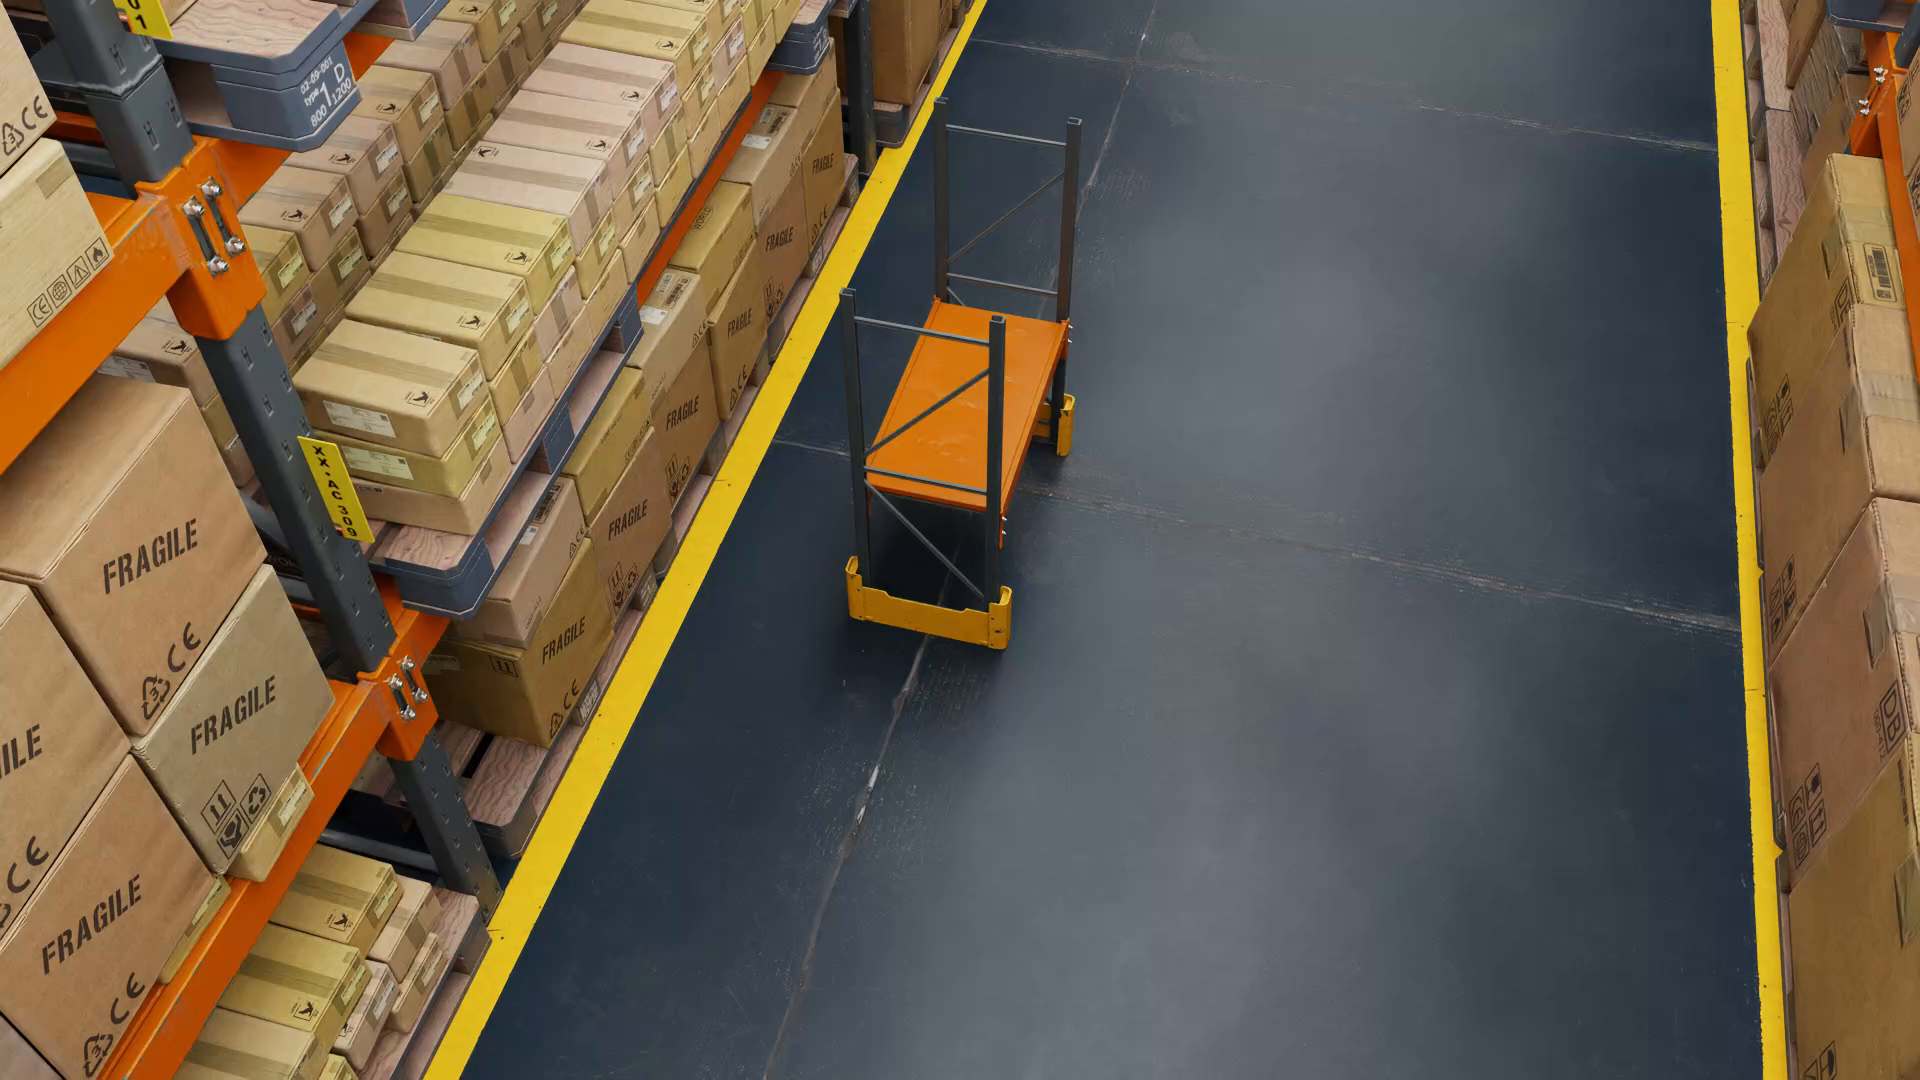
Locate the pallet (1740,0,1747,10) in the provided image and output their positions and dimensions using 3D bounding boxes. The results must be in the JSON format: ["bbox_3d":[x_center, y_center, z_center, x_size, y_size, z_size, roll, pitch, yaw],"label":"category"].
[{"bbox_3d":[4.721,-3.174,8.911,1.003,0.211,1.213,12,50,10],"label":"pallet"}]

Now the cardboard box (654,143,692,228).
[{"bbox_3d":[-1.054,-1.121,5.127,0.380,0.149,0.250,11,49,9],"label":"cardboard box"}]

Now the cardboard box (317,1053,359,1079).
[{"bbox_3d":[-1.829,1.466,4.378,0.380,0.149,0.250,10,49,9],"label":"cardboard box"}]

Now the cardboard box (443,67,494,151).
[{"bbox_3d":[-1.682,-1.361,5.140,0.380,0.149,0.250,12,50,10],"label":"cardboard box"}]

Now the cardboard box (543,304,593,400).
[{"bbox_3d":[-1.256,-0.558,4.629,0.380,0.149,0.250,12,50,10],"label":"cardboard box"}]

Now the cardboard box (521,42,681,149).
[{"bbox_3d":[-1.053,-1.308,4.894,0.380,0.149,0.250,13,50,11],"label":"cardboard box"}]

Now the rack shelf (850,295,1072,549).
[{"bbox_3d":[0.022,-0.439,5.877,0.538,0.185,1.000,12,50,10],"label":"rack shelf"}]

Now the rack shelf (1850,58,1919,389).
[{"bbox_3d":[3.345,-0.083,4.802,1.077,0.370,4.000,12,50,10],"label":"rack shelf"}]

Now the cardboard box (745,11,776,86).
[{"bbox_3d":[-0.846,-1.687,5.626,0.380,0.149,0.250,10,49,8],"label":"cardboard box"}]

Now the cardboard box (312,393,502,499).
[{"bbox_3d":[-1.393,-0.274,4.180,0.380,0.149,0.250,12,50,11],"label":"cardboard box"}]

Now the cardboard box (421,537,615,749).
[{"bbox_3d":[-1.490,0.280,5.389,0.500,0.500,0.500,13,50,11],"label":"cardboard box"}]

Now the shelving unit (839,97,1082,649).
[{"bbox_3d":[0.020,-0.551,5.736,0.587,1.500,1.083,12,50,10],"label":"shelving unit"}]

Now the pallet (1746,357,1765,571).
[{"bbox_3d":[3.591,-0.289,6.364,1.003,0.211,1.213,12,50,10],"label":"pallet"}]

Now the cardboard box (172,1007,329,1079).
[{"bbox_3d":[-1.870,1.365,4.270,0.380,0.149,0.250,11,50,10],"label":"cardboard box"}]

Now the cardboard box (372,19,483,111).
[{"bbox_3d":[-1.679,-1.450,5.020,0.380,0.149,0.250,10,49,8],"label":"cardboard box"}]

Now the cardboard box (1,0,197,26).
[{"bbox_3d":[-1.734,-1.343,3.087,0.700,0.500,0.500,12,50,10],"label":"cardboard box"}]

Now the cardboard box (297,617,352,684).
[{"bbox_3d":[-1.988,0.177,5.480,0.500,0.500,0.500,11,49,9],"label":"cardboard box"}]

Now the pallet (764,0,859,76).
[{"bbox_3d":[-0.972,-2.219,6.336,1.213,0.211,1.003,12,50,10],"label":"pallet"}]

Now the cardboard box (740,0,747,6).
[{"bbox_3d":[-0.847,-1.889,5.407,0.380,0.149,0.250,12,50,10],"label":"cardboard box"}]

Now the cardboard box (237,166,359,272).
[{"bbox_3d":[-1.883,-0.888,4.524,0.380,0.149,0.250,10,49,9],"label":"cardboard box"}]

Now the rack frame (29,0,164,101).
[{"bbox_3d":[-1.940,-1.911,1.935,1.000,3.000,0.127,12,50,10],"label":"rack frame"}]

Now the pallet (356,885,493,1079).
[{"bbox_3d":[-2.083,1.490,4.794,1.003,0.211,1.213,12,50,10],"label":"pallet"}]

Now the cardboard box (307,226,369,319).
[{"bbox_3d":[-1.889,-0.776,4.624,0.380,0.149,0.250,14,50,12],"label":"cardboard box"}]

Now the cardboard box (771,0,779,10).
[{"bbox_3d":[-0.780,-1.961,5.669,0.380,0.149,0.250,12,50,10],"label":"cardboard box"}]

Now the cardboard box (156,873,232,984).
[{"bbox_3d":[-1.880,0.799,3.711,0.380,0.149,0.250,13,50,12],"label":"cardboard box"}]

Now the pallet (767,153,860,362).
[{"bbox_3d":[-1.094,-1.331,7.284,1.003,0.211,1.213,12,50,10],"label":"pallet"}]

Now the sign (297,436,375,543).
[{"bbox_3d":[-1.414,-0.111,3.770,0.100,0.325,0.005,12,50,10],"label":"sign"}]

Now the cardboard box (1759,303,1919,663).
[{"bbox_3d":[3.428,-0.065,5.444,1.225,0.875,0.875,12,50,10],"label":"cardboard box"}]

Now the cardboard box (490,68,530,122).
[{"bbox_3d":[-1.617,-1.444,5.411,0.380,0.149,0.250,10,49,9],"label":"cardboard box"}]

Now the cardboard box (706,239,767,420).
[{"bbox_3d":[-1.072,-0.843,6.380,0.500,0.500,0.500,10,49,8],"label":"cardboard box"}]

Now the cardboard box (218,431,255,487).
[{"bbox_3d":[-2.026,-0.308,4.409,0.380,0.149,0.250,11,49,9],"label":"cardboard box"}]

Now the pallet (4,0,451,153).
[{"bbox_3d":[-1.675,-1.282,3.505,1.213,0.211,1.003,12,50,10],"label":"pallet"}]

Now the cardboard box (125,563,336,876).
[{"bbox_3d":[-1.795,0.348,3.677,0.500,0.500,0.500,12,50,10],"label":"cardboard box"}]

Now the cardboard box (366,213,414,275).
[{"bbox_3d":[-1.825,-0.857,4.893,0.380,0.149,0.250,9,49,8],"label":"cardboard box"}]

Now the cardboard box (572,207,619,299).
[{"bbox_3d":[-1.191,-0.837,4.677,0.380,0.149,0.250,10,49,8],"label":"cardboard box"}]

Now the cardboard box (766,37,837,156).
[{"bbox_3d":[-0.814,-1.833,6.754,0.500,0.250,0.500,11,49,9],"label":"cardboard box"}]

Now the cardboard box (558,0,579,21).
[{"bbox_3d":[-1.477,-1.910,5.625,0.380,0.149,0.250,12,50,10],"label":"cardboard box"}]

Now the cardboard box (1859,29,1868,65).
[{"bbox_3d":[4.149,-2.210,7.073,0.500,0.250,0.500,17,51,14],"label":"cardboard box"}]

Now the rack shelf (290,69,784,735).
[{"bbox_3d":[-1.414,-1.134,5.730,1.077,0.370,4.000,12,50,10],"label":"rack shelf"}]

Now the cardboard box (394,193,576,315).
[{"bbox_3d":[-1.255,-0.760,4.411,0.380,0.149,0.250,12,50,10],"label":"cardboard box"}]

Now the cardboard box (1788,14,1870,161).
[{"bbox_3d":[4.162,-1.978,7.369,0.700,0.500,0.500,8,49,7],"label":"cardboard box"}]

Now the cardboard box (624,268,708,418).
[{"bbox_3d":[-1.214,-0.722,5.773,0.500,0.250,0.500,13,50,11],"label":"cardboard box"}]

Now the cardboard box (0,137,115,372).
[{"bbox_3d":[-1.809,-0.460,2.755,0.500,0.250,0.500,13,50,11],"label":"cardboard box"}]

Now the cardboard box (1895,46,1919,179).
[{"bbox_3d":[3.481,-1.502,5.509,0.500,0.500,0.500,13,50,11],"label":"cardboard box"}]

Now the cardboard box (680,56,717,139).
[{"bbox_3d":[-0.983,-1.406,5.179,0.380,0.149,0.250,11,49,9],"label":"cardboard box"}]
